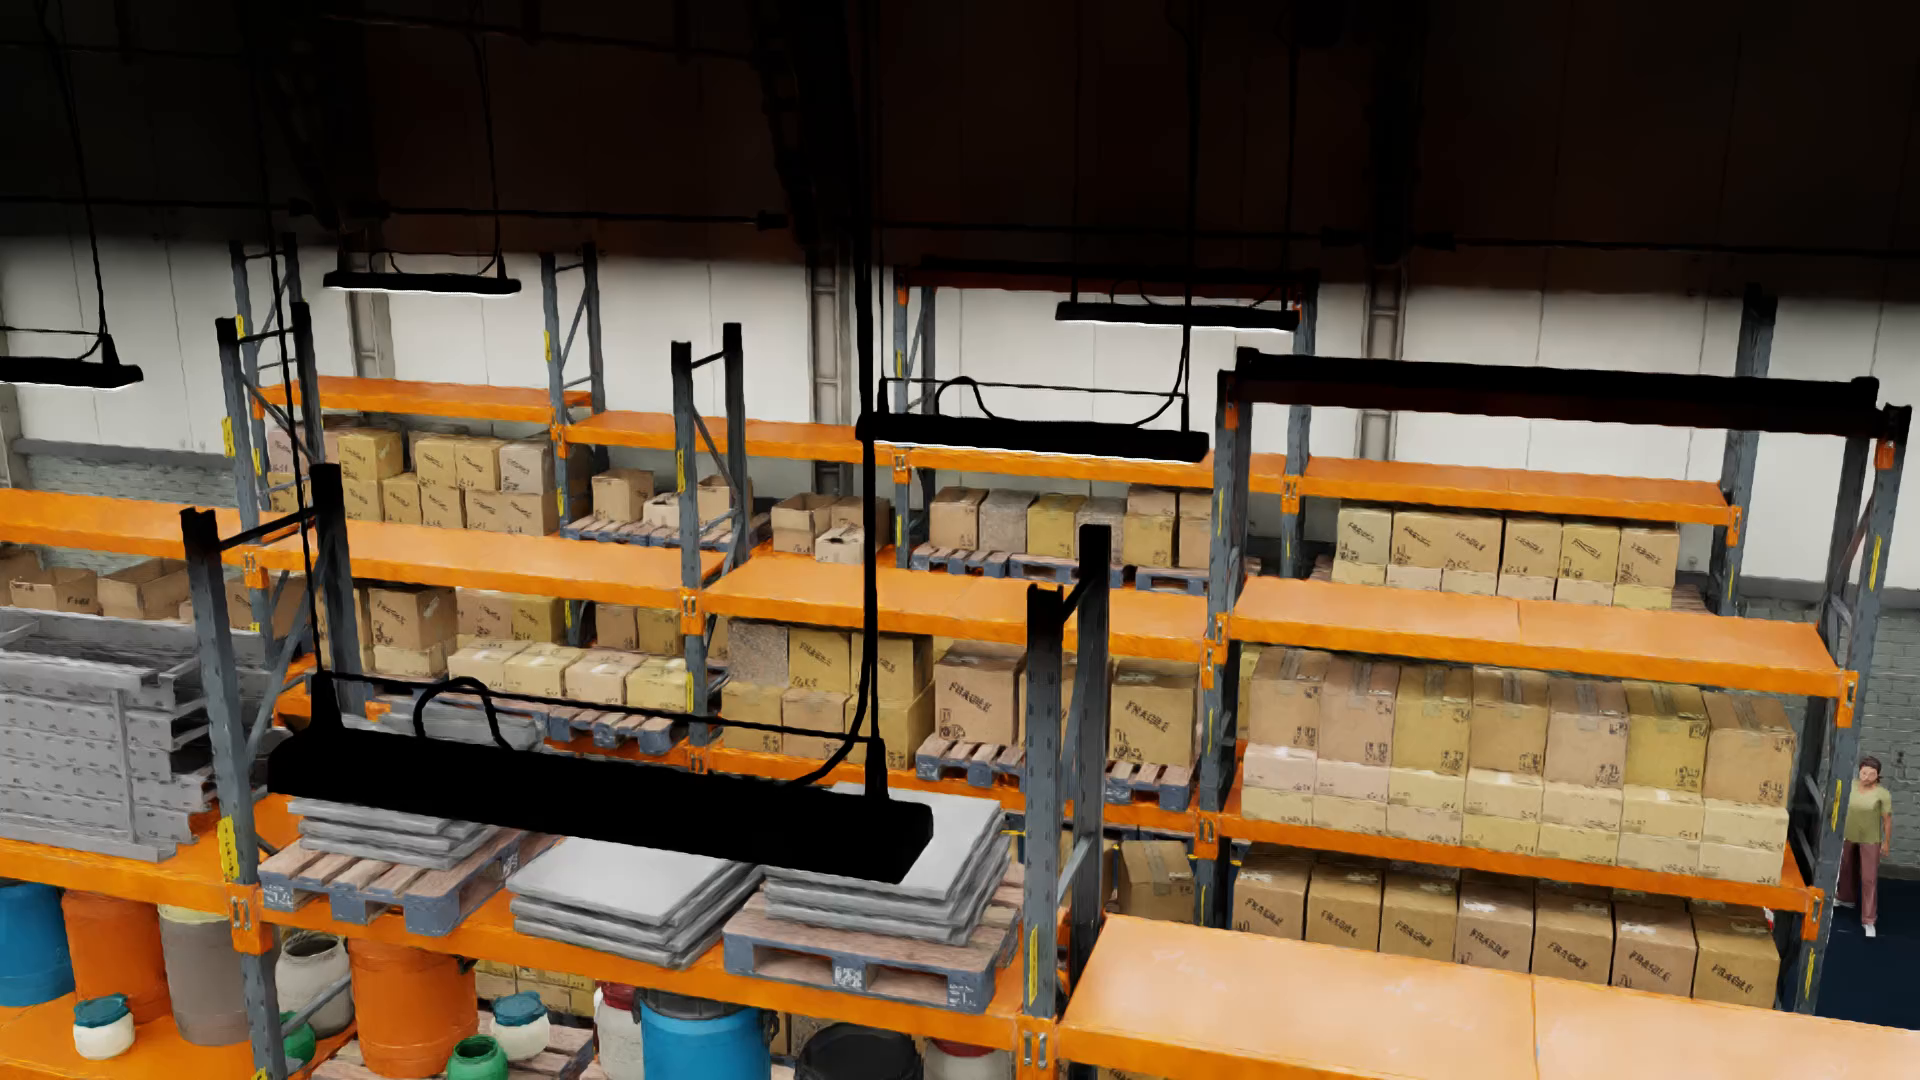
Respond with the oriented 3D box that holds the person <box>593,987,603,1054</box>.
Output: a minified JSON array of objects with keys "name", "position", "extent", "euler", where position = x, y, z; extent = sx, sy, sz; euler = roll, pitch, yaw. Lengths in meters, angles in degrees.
[{"name":"person","position":[-2.474,3.838,12.363],"extent":[0.546,1.677,0.443],"euler":[-2,16,-6]}]

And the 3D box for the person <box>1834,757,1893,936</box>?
[{"name":"person","position":[8.596,2.854,15.807],"extent":[0.565,1.658,0.688],"euler":[-11,19,-34]}]

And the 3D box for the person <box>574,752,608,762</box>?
[{"name":"person","position":[-3.929,2.264,18.007],"extent":[0.507,1.618,0.580],"euler":[4,17,14]}]
